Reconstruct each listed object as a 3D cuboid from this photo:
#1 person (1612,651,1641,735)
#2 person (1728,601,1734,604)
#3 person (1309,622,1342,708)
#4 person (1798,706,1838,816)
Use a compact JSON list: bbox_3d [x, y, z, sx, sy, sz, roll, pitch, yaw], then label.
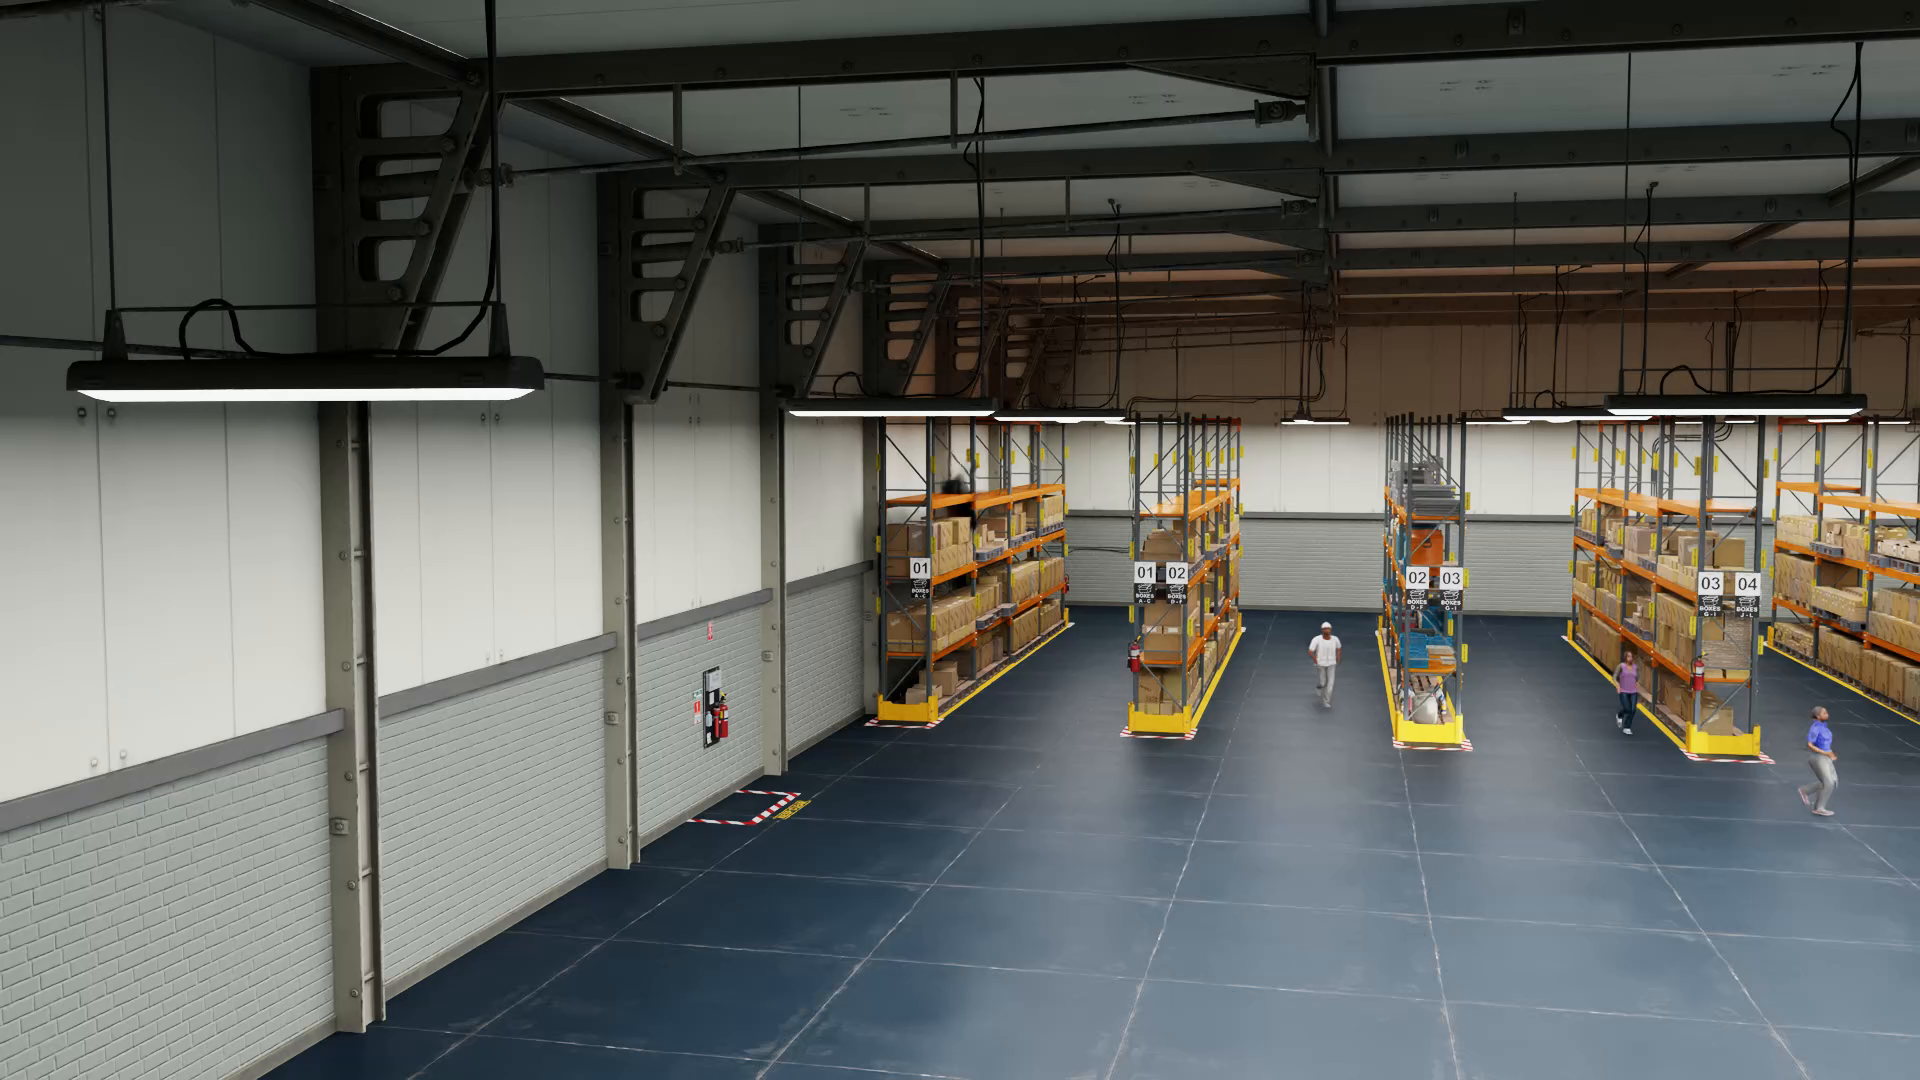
[{"bbox_3d":[12.467,2.848,31.044,0.505,1.547,0.513,0,4,5],"label":"person"},{"bbox_3d":[20.021,1.951,43.637,0.588,1.723,0.829,3,5,38],"label":"person"},{"bbox_3d":[7.513,2.553,34.112,0.700,1.739,0.801,0,4,0],"label":"person"},{"bbox_3d":[12.708,3.261,24.586,0.563,1.590,0.573,4,5,42],"label":"person"}]
